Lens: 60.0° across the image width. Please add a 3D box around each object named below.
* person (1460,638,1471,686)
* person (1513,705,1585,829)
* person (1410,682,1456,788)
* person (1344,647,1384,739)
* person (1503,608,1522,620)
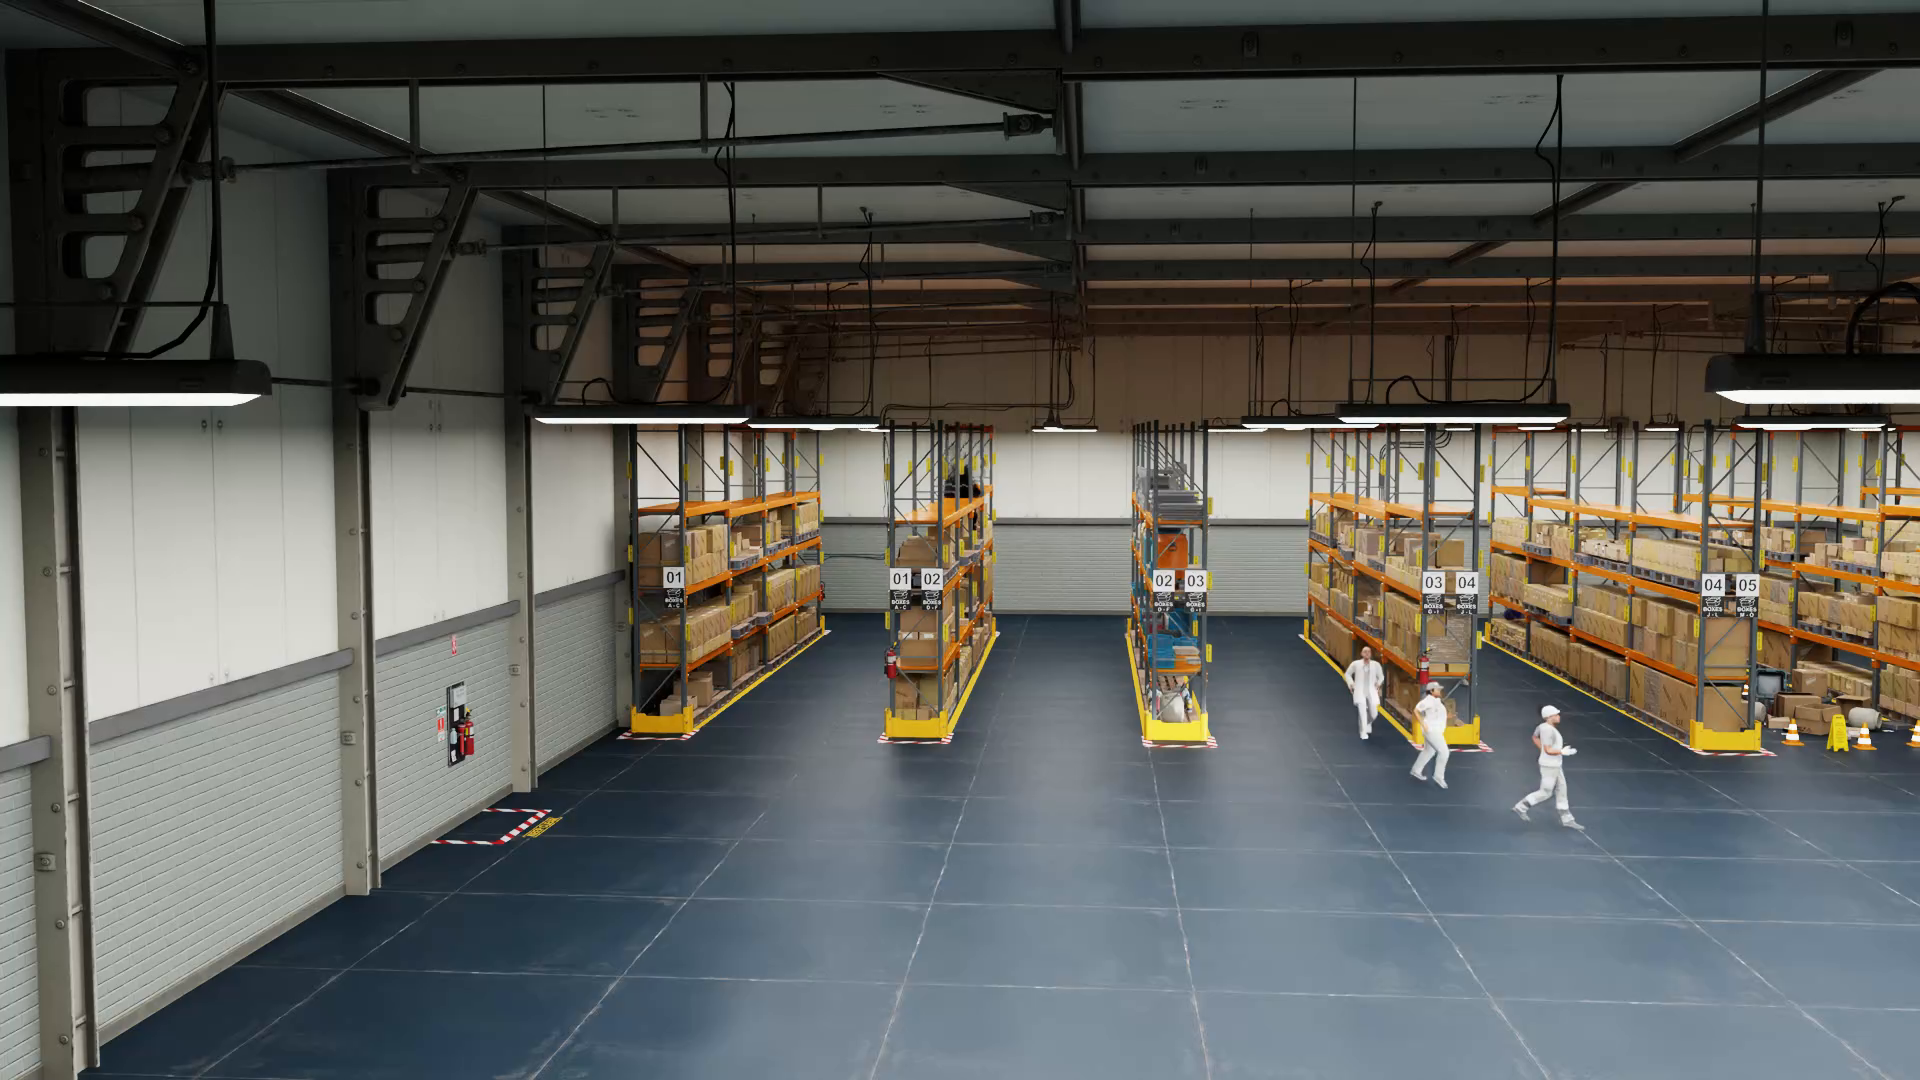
[{"bbox_3d":[11.512,2.442,38.101,0.645,1.734,0.697,0,4,-5],"label":"person"},{"bbox_3d":[8.532,3.282,24.061,0.987,1.786,0.656,2,4,23],"label":"person"},{"bbox_3d":[7.721,3.177,27.190,0.749,1.731,0.576,2,4,28],"label":"person"},{"bbox_3d":[7.633,2.877,31.370,0.726,1.709,0.725,0,4,6],"label":"person"},{"bbox_3d":[15.884,1.916,47.525,0.582,1.582,0.601,0,4,-4],"label":"person"}]
